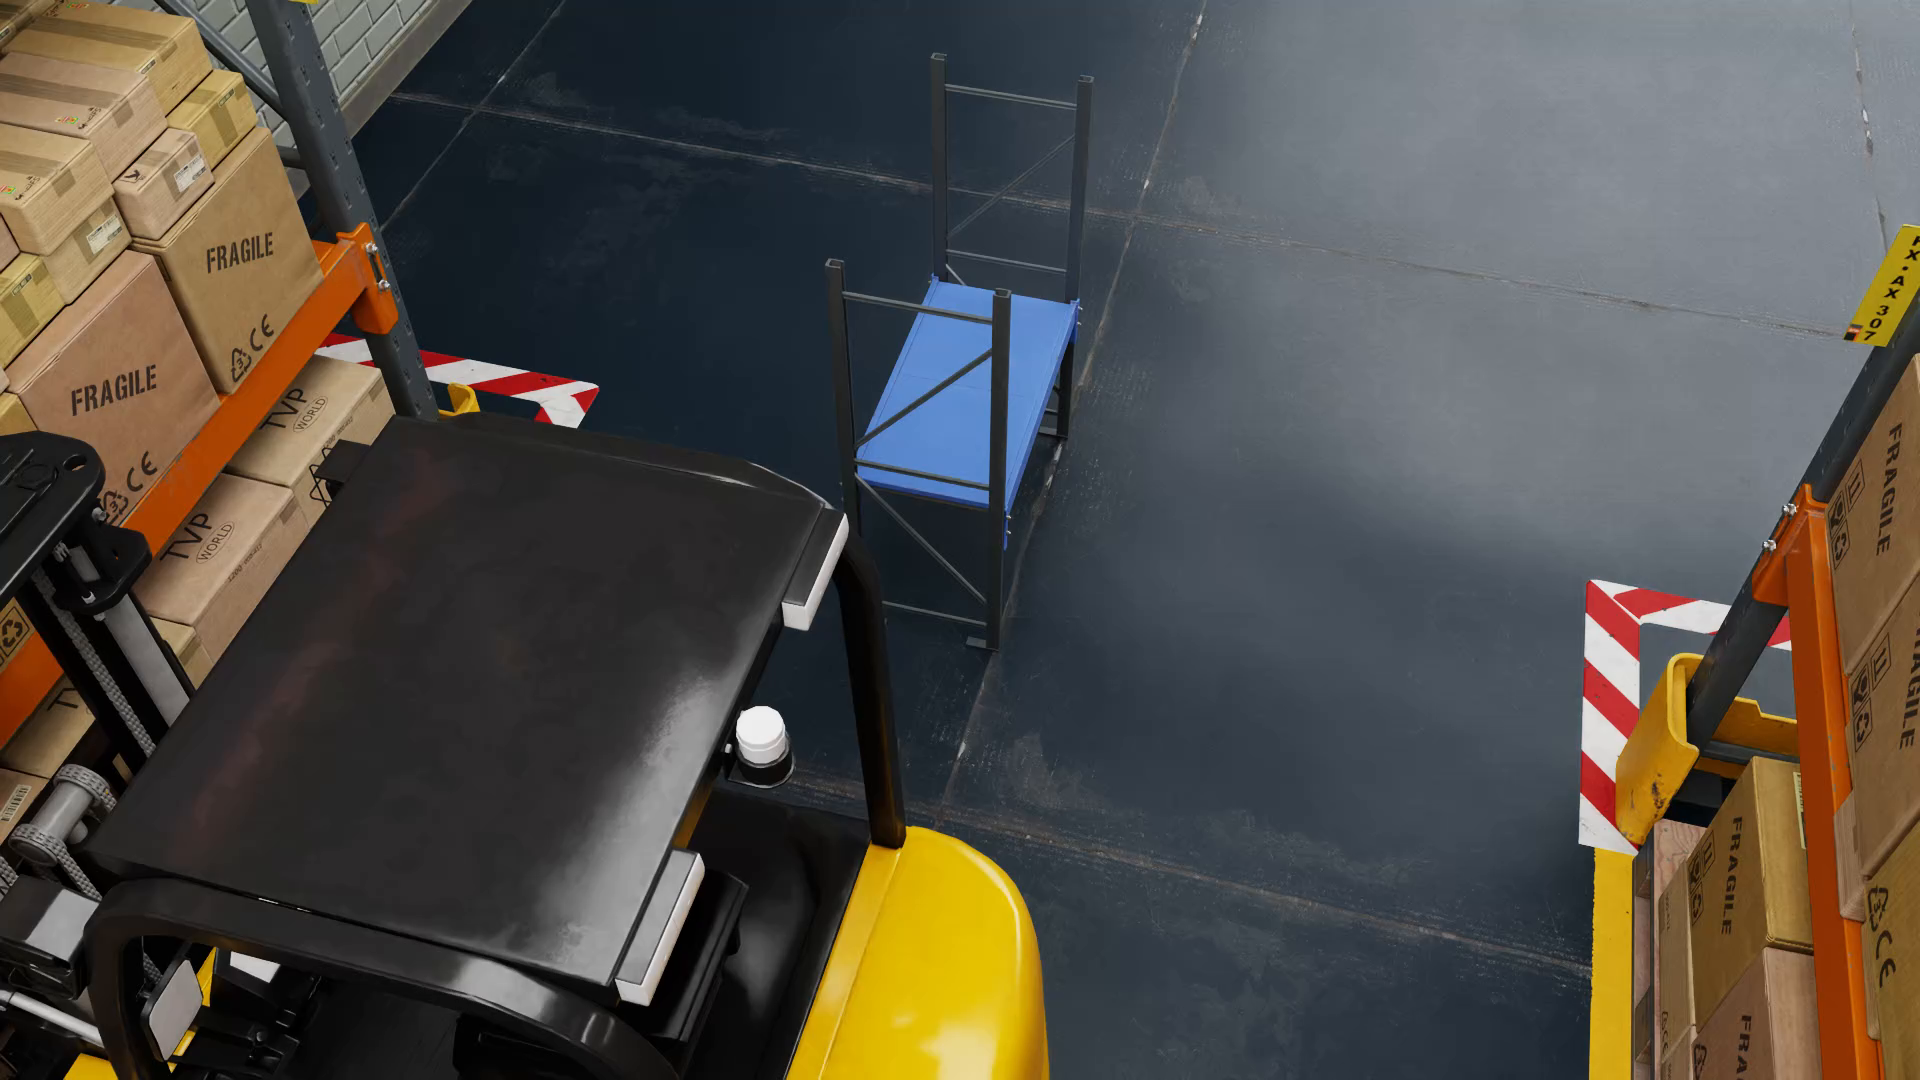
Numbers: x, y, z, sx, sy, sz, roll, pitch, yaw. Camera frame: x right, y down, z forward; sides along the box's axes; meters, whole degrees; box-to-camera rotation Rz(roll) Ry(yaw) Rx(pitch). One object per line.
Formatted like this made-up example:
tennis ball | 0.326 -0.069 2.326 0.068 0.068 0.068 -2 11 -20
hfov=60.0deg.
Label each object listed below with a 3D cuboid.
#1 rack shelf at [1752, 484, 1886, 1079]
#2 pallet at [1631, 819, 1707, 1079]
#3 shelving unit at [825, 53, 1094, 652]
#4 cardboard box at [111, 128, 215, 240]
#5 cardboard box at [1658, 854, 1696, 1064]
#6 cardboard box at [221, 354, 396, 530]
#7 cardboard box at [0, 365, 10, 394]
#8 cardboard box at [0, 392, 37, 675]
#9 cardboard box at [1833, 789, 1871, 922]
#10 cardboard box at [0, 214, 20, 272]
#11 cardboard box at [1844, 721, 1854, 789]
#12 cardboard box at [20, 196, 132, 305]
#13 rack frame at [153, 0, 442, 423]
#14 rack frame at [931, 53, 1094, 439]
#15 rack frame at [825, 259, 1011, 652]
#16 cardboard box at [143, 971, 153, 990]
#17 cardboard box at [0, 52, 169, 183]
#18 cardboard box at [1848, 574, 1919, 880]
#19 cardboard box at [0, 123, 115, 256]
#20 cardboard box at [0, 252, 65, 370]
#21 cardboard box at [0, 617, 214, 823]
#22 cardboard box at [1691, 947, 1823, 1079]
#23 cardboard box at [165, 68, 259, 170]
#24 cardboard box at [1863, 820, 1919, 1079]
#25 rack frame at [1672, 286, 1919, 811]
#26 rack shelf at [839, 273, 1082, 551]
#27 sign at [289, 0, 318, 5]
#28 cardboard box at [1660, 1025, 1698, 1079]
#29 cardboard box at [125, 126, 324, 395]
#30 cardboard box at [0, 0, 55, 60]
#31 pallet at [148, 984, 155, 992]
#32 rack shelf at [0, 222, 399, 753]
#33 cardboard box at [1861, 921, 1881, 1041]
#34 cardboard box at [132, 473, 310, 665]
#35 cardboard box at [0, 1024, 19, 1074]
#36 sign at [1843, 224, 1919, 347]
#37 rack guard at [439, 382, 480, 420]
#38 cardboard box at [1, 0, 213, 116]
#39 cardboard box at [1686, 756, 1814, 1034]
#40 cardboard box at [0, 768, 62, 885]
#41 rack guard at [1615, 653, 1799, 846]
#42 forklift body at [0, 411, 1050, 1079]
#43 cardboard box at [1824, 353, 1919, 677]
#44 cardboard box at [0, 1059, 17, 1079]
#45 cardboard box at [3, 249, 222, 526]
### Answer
rack shelf | 2.058 1.522 2.886 1.077 0.370 4.000 12 50 10
pallet | 2.317 1.396 4.377 1.003 0.211 1.213 12 50 10
shelving unit | 0.022 -0.558 5.242 0.538 1.500 1.048 12 50 10
cardboard box | -2.064 -0.890 4.036 0.380 0.149 0.250 12 50 11
cardboard box | 2.106 1.137 4.299 0.500 0.250 0.500 11 50 10
cardboard box | -2.025 -0.304 4.905 0.500 0.250 0.500 13 50 11
cardboard box | -2.293 -0.335 3.546 0.380 0.149 0.250 10 49 9
cardboard box | -2.361 -0.020 3.701 0.500 0.500 0.500 11 49 9
cardboard box | 1.984 0.661 3.333 0.380 0.149 0.250 12 50 11
cardboard box | -2.311 -0.640 3.617 0.380 0.149 0.250 12 50 10
cardboard box | 2.095 0.487 3.487 0.380 0.149 0.250 10 49 9
cardboard box | -2.192 -0.714 3.881 0.380 0.149 0.250 12 50 11
rack frame | -2.205 -1.139 4.755 1.000 3.000 0.127 12 50 10
rack frame | 0.156 -0.926 5.567 0.500 1.500 0.032 12 50 10
rack frame | -0.111 -0.190 4.918 0.500 1.500 0.032 12 50 10
cardboard box | -2.419 1.132 4.304 0.500 0.250 0.500 13 50 11
cardboard box | -2.131 -1.000 3.934 0.380 0.149 0.250 12 50 10
cardboard box | 2.059 0.369 3.158 0.500 0.500 0.500 13 50 11
cardboard box | -2.174 -0.805 3.763 0.380 0.149 0.250 13 50 11
cardboard box | -2.268 -0.537 3.724 0.380 0.149 0.250 11 50 10
cardboard box | -2.277 0.433 4.254 0.500 0.250 0.500 12 50 11
cardboard box | 1.967 1.286 3.668 0.500 0.500 0.500 10 49 9
cardboard box | -2.026 -1.081 4.204 0.380 0.149 0.250 12 50 11
cardboard box | 1.926 0.738 2.833 0.500 0.500 0.500 11 49 9
rack frame | 2.585 -0.162 3.893 1.000 3.000 0.127 12 50 10
rack shelf | 0.022 -0.439 5.377 0.538 0.185 1.000 12 50 10
sign | -1.685 -1.484 4.128 0.100 0.325 0.005 12 50 10
cardboard box | 1.964 1.505 3.975 0.500 0.250 0.500 13 50 11
cardboard box | -2.081 -0.764 4.357 0.500 0.500 0.500 11 49 9
cardboard box | -2.499 -1.285 4.185 0.380 0.149 0.250 11 49 9
pallet | -2.689 1.225 4.528 1.003 0.211 1.213 12 50 10
rack shelf | -2.731 0.546 3.748 1.077 0.370 4.000 12 50 10
cardboard box | 1.948 0.855 3.162 0.380 0.149 0.250 13 50 11
cardboard box | -2.154 0.066 4.578 0.500 0.250 0.500 12 50 11
cardboard box | -2.425 0.979 4.105 0.500 0.250 0.500 11 50 10
sign | 2.061 -0.556 3.662 0.100 0.325 0.005 12 50 10
rack guard | -2.199 -0.329 5.707 1.175 0.500 0.348 12 50 10
cardboard box | -2.096 -1.185 4.097 0.380 0.149 0.250 12 50 10
cardboard box | 2.100 0.907 4.003 0.500 0.500 0.500 10 49 9
cardboard box | -2.418 0.798 3.932 0.500 0.250 0.500 11 49 9
rack guard | 2.565 0.720 4.781 1.175 0.500 0.348 12 50 10
forklift body | -0.944 0.873 3.545 2.313 2.155 1.214 12 50 10
cardboard box | 2.193 -0.006 3.490 0.500 0.500 0.500 11 49 9
cardboard box | -2.558 1.345 3.783 0.500 0.250 0.500 11 50 10
cardboard box | -2.227 -0.391 4.028 0.500 0.500 0.500 13 50 11
